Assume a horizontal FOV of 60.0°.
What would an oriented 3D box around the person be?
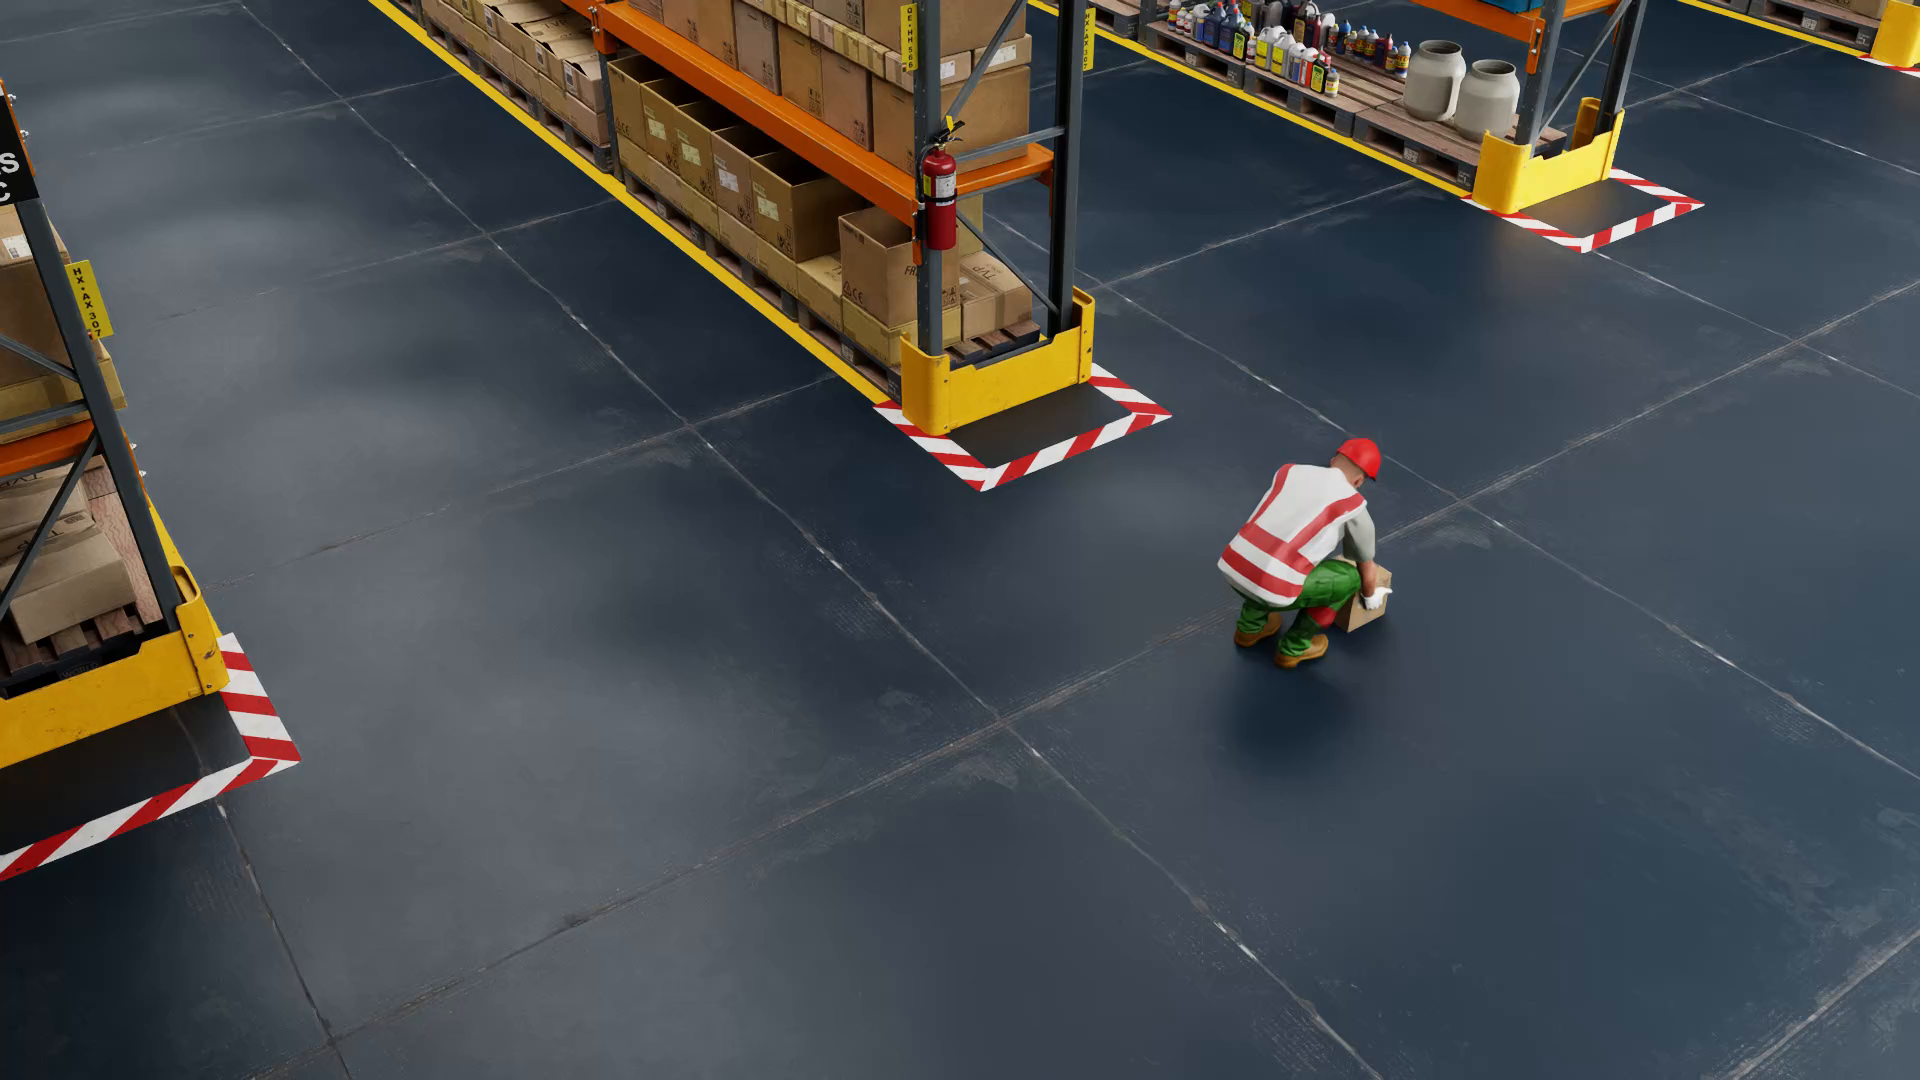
[{"bbox_3d":[1.561,0.063,7.610,0.883,0.954,0.565,-23,42,-28],"label":"person"}]
